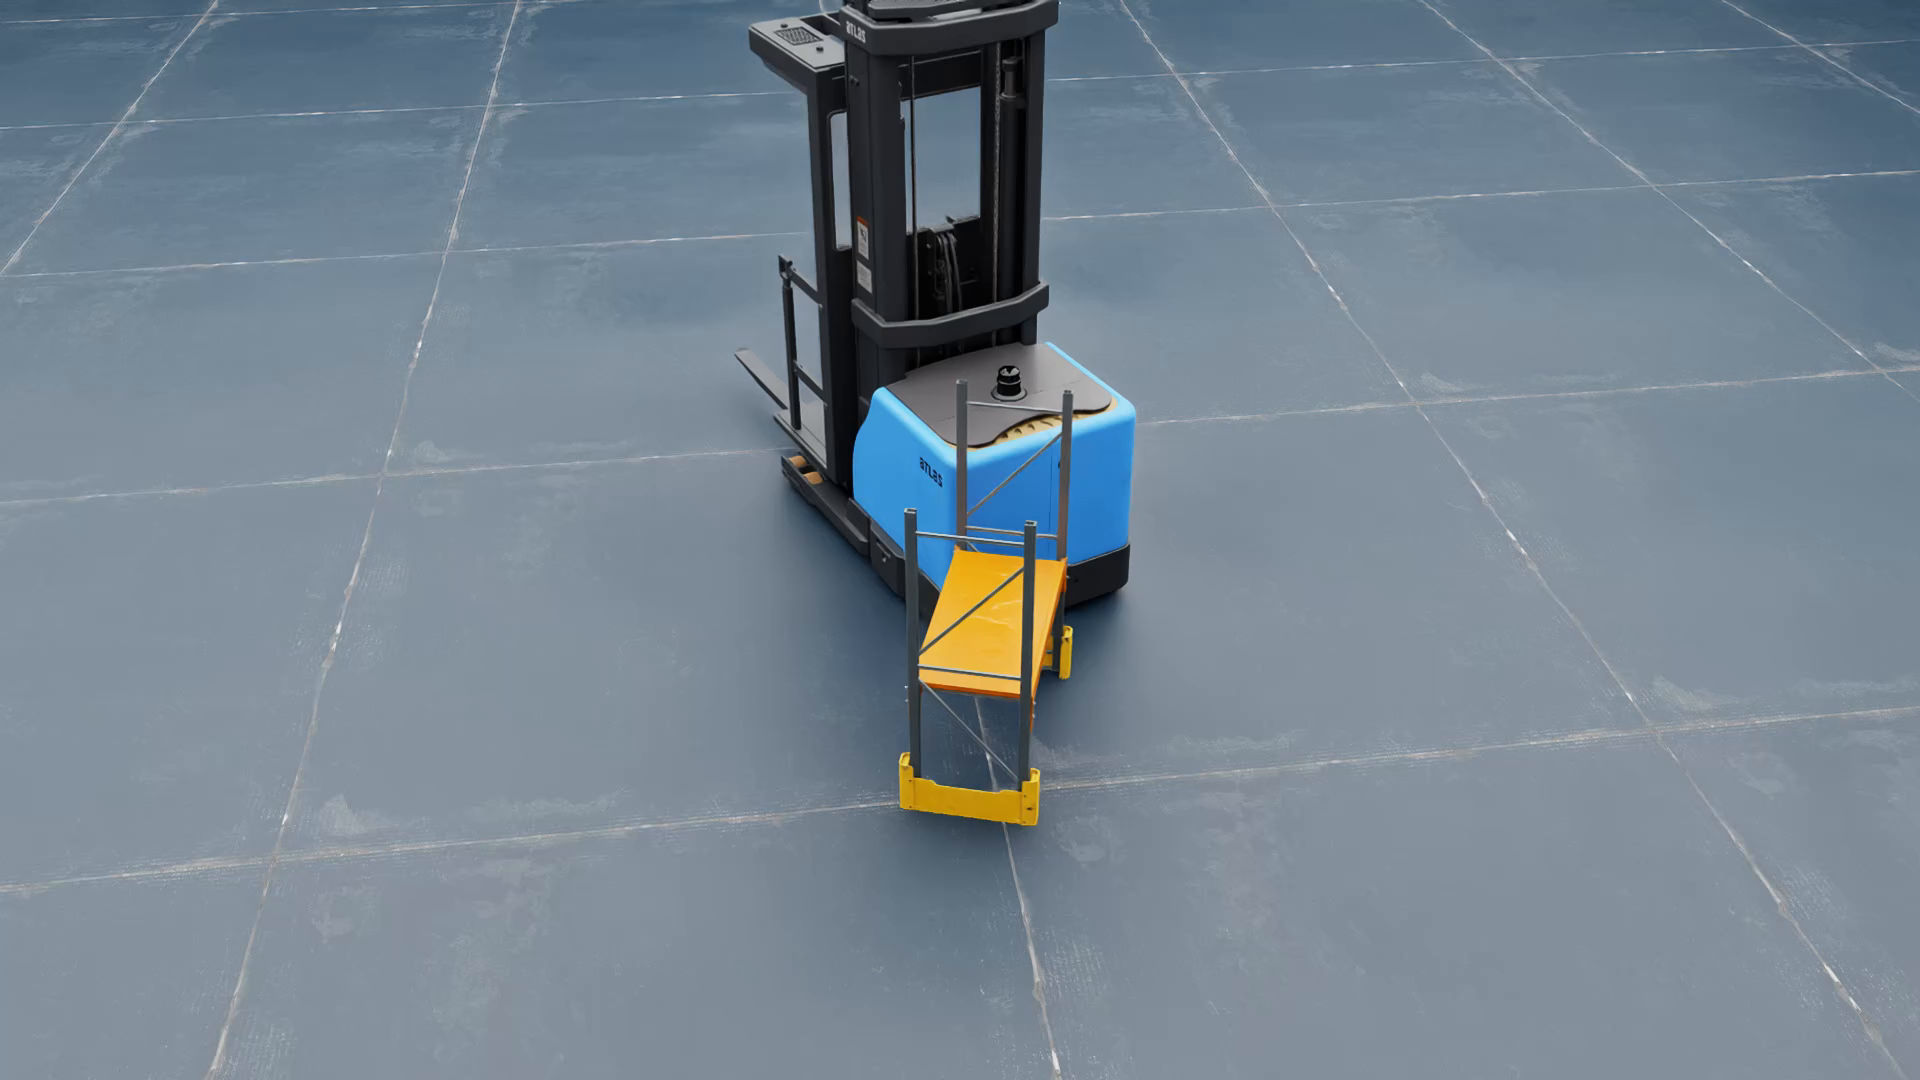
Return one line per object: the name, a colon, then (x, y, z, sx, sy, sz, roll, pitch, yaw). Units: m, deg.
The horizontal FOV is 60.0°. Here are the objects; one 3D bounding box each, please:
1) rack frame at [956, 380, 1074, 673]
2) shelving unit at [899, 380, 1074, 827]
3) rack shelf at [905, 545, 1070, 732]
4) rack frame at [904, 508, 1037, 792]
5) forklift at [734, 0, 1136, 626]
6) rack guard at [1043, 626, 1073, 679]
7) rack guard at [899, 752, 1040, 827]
rack frame: (0.232, -0.029, 7.461, 0.500, 1.500, 0.032, 6, 35, 9)
shelving unit: (0.134, 0.257, 7.042, 0.587, 1.500, 1.083, 6, 35, 9)
rack shelf: (0.135, 0.400, 7.150, 0.538, 0.185, 1.000, 6, 35, 9)
rack frame: (0.039, 0.533, 6.637, 0.500, 1.500, 0.032, 6, 35, 9)
forklift: (-0.326, -1.532, 8.395, 1.130, 2.935, 3.031, -18, 38, -24)
rack guard: (0.229, 0.498, 7.798, 0.587, 0.250, 0.087, 6, 35, 9)
rack guard: (0.039, 1.048, 6.990, 0.587, 0.250, 0.087, 6, 35, 9)
